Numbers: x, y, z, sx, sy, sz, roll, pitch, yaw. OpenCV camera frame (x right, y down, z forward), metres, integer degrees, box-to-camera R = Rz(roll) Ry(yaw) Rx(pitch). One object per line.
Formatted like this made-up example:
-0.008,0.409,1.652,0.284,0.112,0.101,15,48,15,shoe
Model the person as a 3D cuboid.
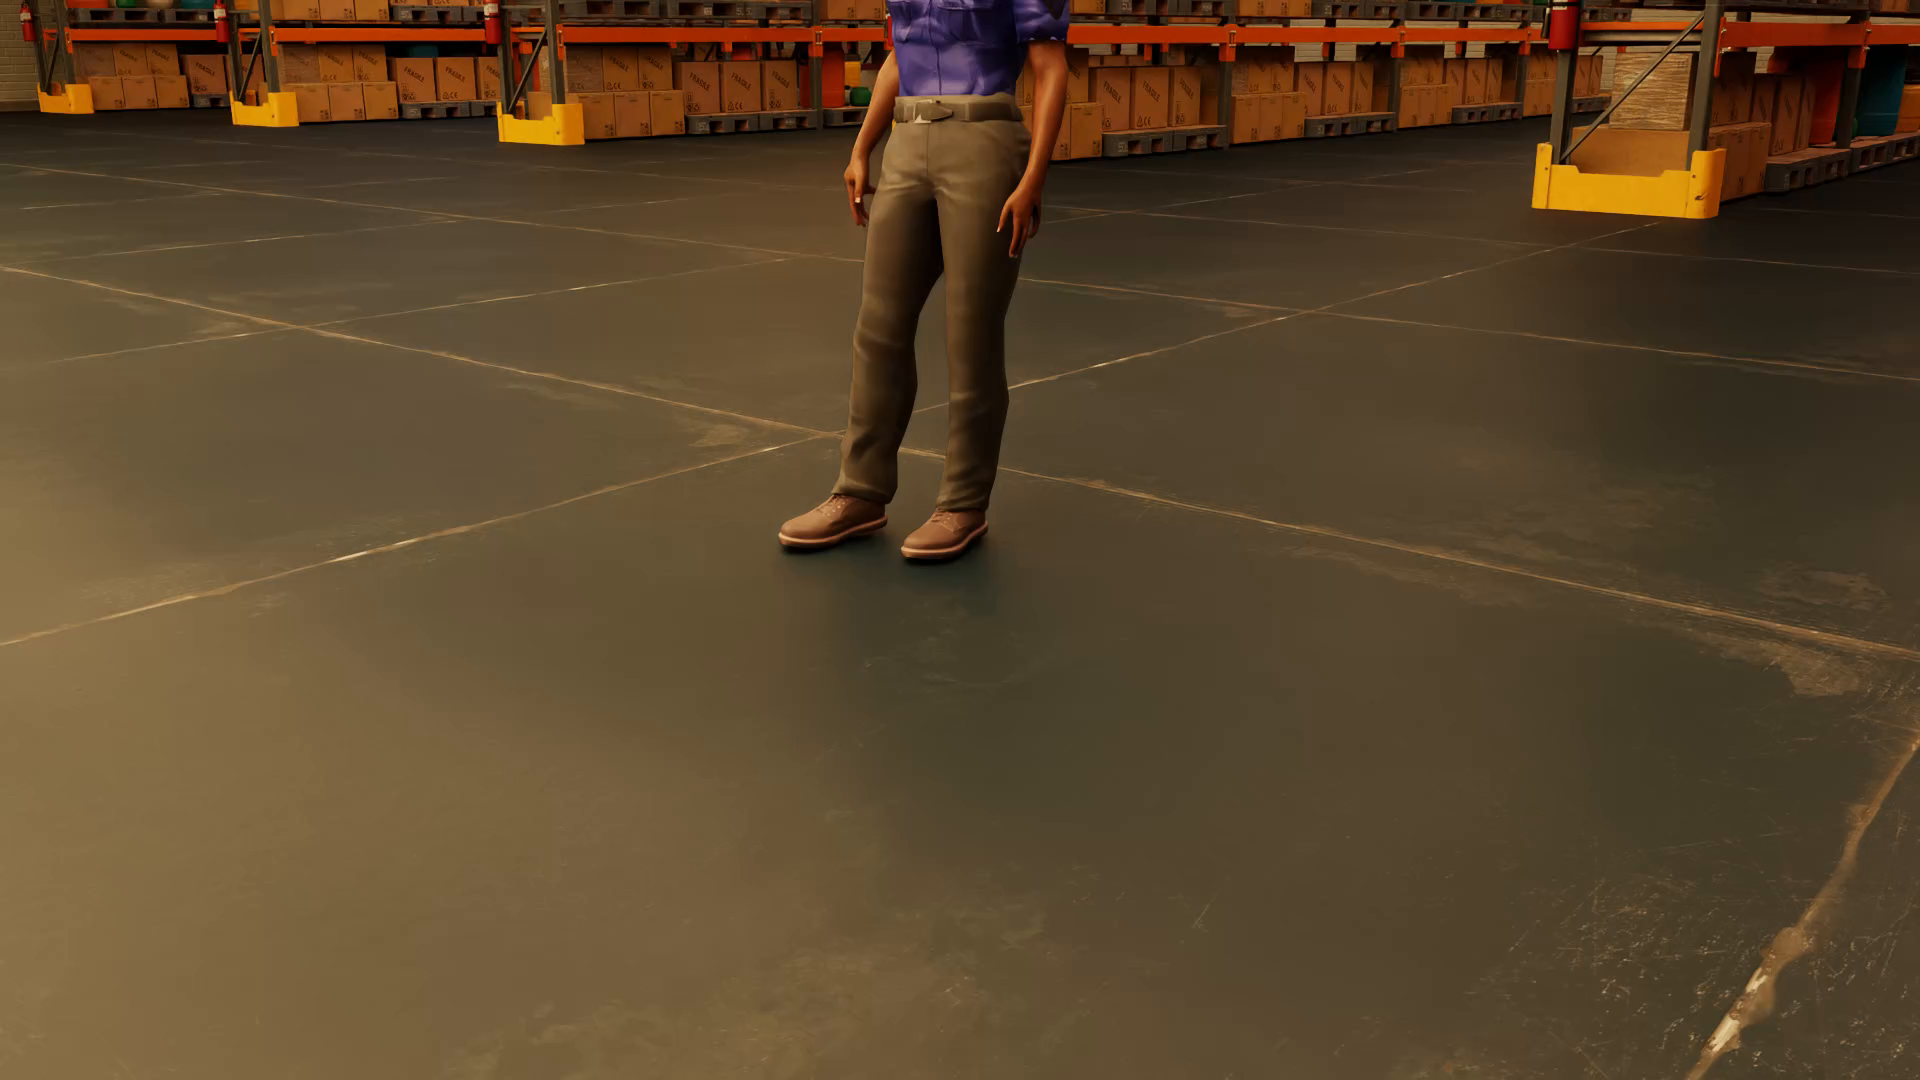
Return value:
-0.071,-0.783,3.647,0.569,1.656,0.503,13,21,37,person
